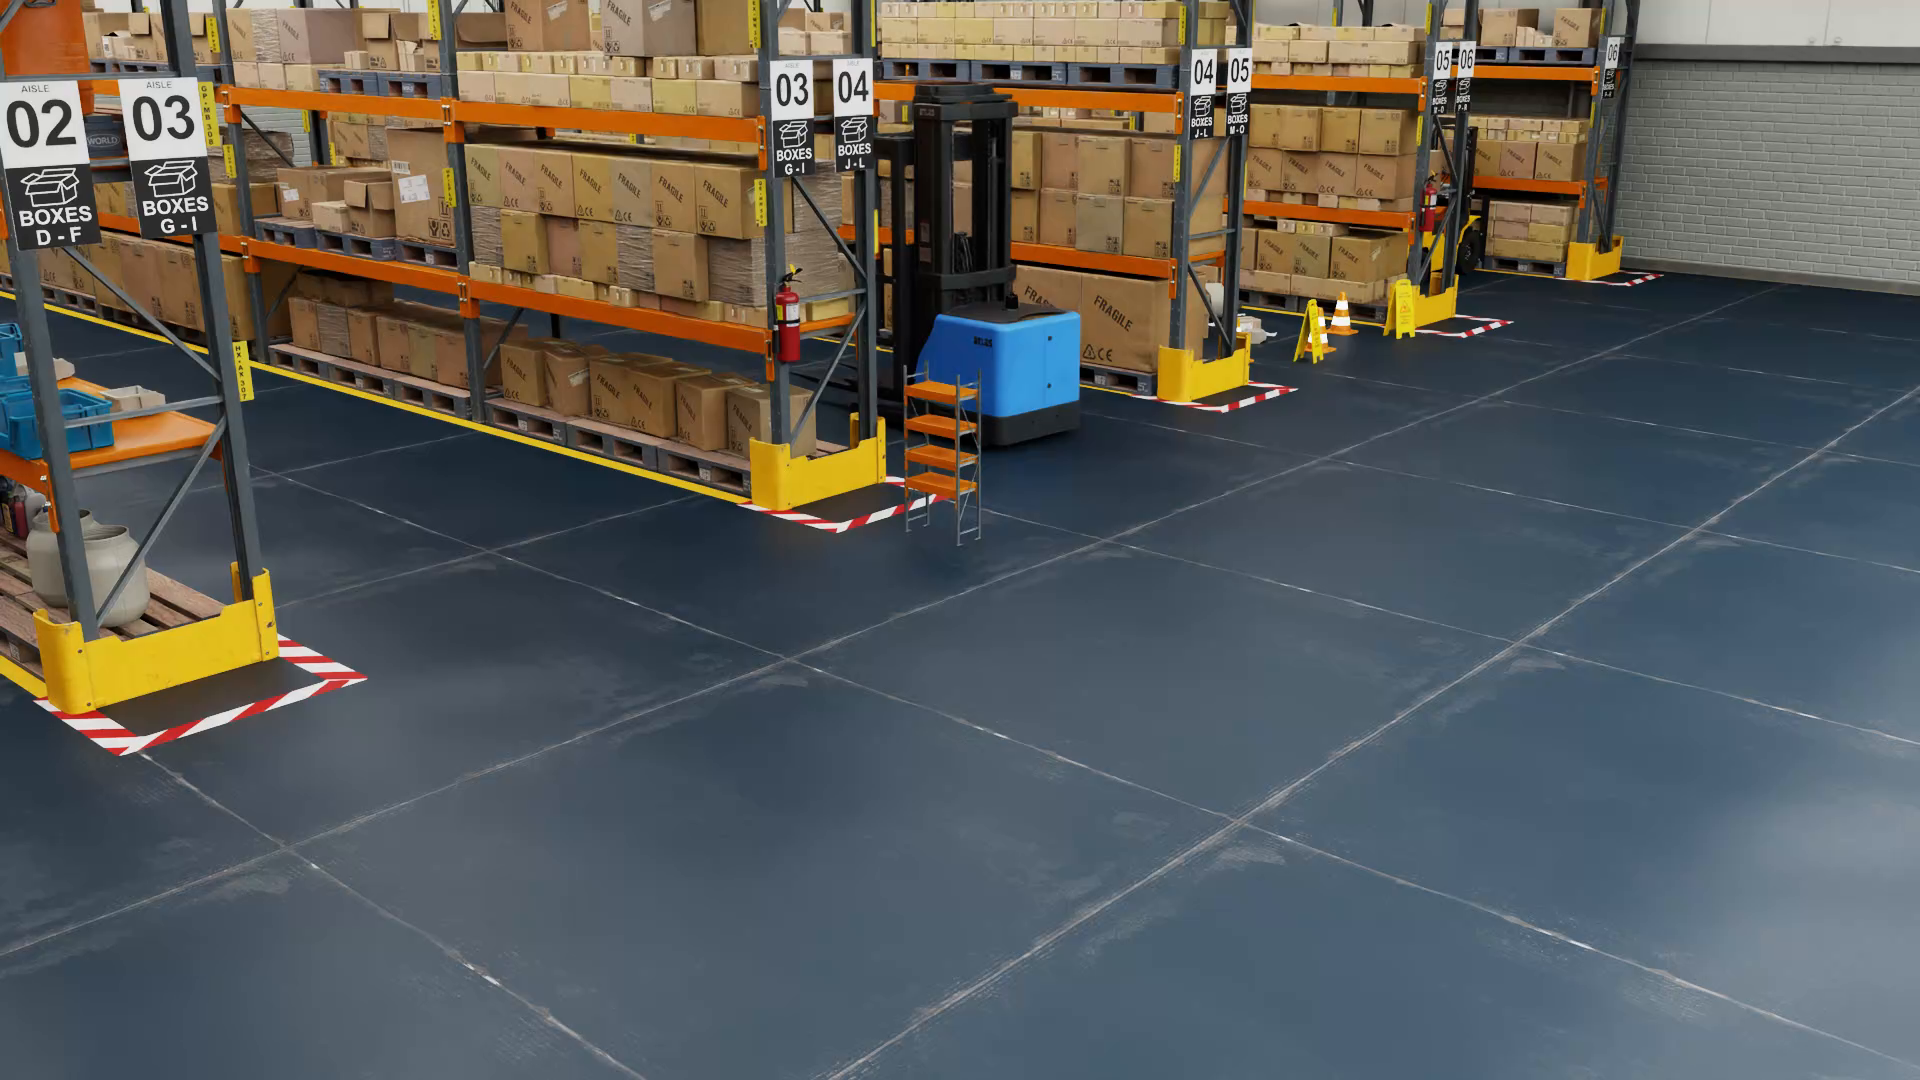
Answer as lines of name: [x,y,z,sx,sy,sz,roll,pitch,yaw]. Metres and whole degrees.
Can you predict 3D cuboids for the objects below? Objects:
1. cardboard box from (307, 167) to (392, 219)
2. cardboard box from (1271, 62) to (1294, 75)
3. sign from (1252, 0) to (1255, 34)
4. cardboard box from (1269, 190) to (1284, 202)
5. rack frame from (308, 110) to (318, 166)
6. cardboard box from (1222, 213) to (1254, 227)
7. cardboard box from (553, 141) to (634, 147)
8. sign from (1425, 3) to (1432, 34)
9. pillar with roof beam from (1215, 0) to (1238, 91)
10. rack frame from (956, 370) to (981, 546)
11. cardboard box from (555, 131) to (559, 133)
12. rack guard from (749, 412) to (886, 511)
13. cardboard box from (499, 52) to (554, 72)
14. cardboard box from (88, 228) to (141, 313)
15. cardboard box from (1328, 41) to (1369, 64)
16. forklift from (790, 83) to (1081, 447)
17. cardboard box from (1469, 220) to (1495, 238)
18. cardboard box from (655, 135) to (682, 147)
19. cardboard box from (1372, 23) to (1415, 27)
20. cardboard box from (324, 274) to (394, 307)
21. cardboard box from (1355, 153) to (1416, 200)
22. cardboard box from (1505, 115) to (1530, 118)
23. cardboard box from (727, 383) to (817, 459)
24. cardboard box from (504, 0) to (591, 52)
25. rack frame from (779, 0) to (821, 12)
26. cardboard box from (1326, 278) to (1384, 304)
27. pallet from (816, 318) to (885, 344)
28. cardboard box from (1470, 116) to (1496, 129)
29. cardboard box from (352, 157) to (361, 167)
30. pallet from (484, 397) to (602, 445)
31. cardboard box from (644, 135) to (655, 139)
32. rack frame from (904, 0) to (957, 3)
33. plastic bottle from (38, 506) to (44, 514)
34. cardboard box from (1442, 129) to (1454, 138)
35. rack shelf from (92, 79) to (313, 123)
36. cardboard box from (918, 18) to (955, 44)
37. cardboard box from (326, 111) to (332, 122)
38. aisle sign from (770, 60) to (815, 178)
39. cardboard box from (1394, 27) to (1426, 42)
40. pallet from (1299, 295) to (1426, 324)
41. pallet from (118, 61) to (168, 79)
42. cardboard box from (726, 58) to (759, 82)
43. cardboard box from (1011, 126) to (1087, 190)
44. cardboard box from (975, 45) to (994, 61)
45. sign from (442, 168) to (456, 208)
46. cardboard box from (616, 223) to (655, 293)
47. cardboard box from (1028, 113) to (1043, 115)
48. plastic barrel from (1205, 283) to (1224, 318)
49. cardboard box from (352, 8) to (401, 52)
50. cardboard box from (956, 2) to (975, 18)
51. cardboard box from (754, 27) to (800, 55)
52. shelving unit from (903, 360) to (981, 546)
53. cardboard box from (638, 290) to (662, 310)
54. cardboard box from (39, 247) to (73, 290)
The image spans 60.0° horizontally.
cardboard box: [-6.085,-3.453,16.673,0.700,0.500,0.500,-14,22,-38]
cardboard box: [3.932,-5.646,19.901,0.250,0.149,0.380,15,23,39]
sign: [2.725,-4.898,15.551,0.005,0.325,0.100,15,23,39]
cardboard box: [4.010,-4.248,20.453,0.250,0.149,0.380,15,23,39]
rack frame: [-9.615,-6.102,25.880,0.127,3.000,1.000,15,23,39]
cardboard box: [3.475,-4.015,20.842,0.250,0.149,0.380,17,24,42]
cardboard box: [-3.113,-3.128,14.201,0.500,0.500,0.500,15,23,39]
sign: [5.179,-5.760,18.379,0.005,0.325,0.100,15,23,39]
pillar with roof beam: [1.587,-8.587,23.794,0.400,9.000,9.100,15,23,39]
rack frame: [0.059,-0.556,11.381,0.015,1.200,0.240,15,23,39]
cardboard box: [-5.603,-5.468,22.619,0.250,0.149,0.380,15,23,39]
rack guard: [-1.072,-0.611,12.711,0.348,0.500,1.175,15,23,39]
cardboard box: [-3.535,-3.906,13.592,0.250,0.149,0.380,15,23,40]
cardboard box: [-9.499,-3.260,19.744,0.875,0.875,1.225,15,23,39]
cardboard box: [4.634,-5.676,19.334,0.500,0.250,0.500,15,23,39]
forklift: [-0.339,-2.541,14.773,1.130,2.935,3.031,-16,24,-42]
cardboard box: [7.515,-4.510,23.890,0.500,0.250,0.500,14,23,38]
cardboard box: [-3.302,-4.927,20.361,0.500,0.500,0.700,15,23,39]
cardboard box: [6.323,-7.369,24.203,0.500,0.311,0.500,16,23,40]
cardboard box: [-6.074,-2.538,16.814,0.500,0.250,0.500,-15,23,-40]
cardboard box: [4.974,-4.266,19.437,0.500,0.500,0.500,15,23,38]
cardboard box: [7.976,-5.978,23.760,0.250,0.149,0.380,16,24,41]
cardboard box: [-1.471,-0.925,13.007,0.500,0.500,0.500,-13,22,-36]
cardboard box: [-3.501,-4.415,14.124,0.500,0.500,0.500,14,22,38]
rack frame: [-3.113,-11.225,32.106,0.127,3.000,1.000,15,23,39]
cardboard box: [4.761,-3.025,20.037,0.500,0.250,0.500,15,23,39]
pallet: [-1.266,-2.501,19.144,1.213,0.211,1.003,15,23,39]
cardboard box: [7.426,-5.910,23.545,0.250,0.149,0.380,16,23,40]
cardboard box: [-8.921,-5.714,25.073,0.250,0.149,0.380,16,24,42]
pallet: [-3.481,-1.135,14.838,1.213,0.211,1.003,15,23,39]
cardboard box: [-5.085,-6.830,28.009,0.500,0.500,0.500,16,24,41]
rack frame: [-0.421,-8.495,23.504,0.127,3.000,1.000,15,23,39]
plastic bottle: [-6.011,-0.127,10.953,0.097,0.201,0.097,0,18,0]
cardboard box: [7.070,-5.875,23.927,0.250,0.149,0.380,14,23,38]
rack shelf: [-8.495,-4.882,18.267,4.000,0.370,1.077,15,23,39]
cardboard box: [-0.081,-5.178,16.906,0.500,0.250,0.500,15,23,39]
cardboard box: [-9.455,-6.618,25.195,0.500,0.500,0.500,15,23,39]
aisle sign: [-1.168,-2.946,11.639,0.004,0.787,0.394,15,23,39]
cardboard box: [5.114,-5.721,18.817,0.250,0.149,0.380,15,23,40]
pallet: [4.921,-2.887,20.359,1.213,0.211,1.003,15,23,39]
pallet: [-8.354,-5.075,17.996,1.213,0.211,1.003,16,24,42]
cardboard box: [-1.430,-3.321,11.747,0.250,0.149,0.380,15,23,39]
cardboard box: [0.817,-3.869,16.810,0.500,0.550,0.875,15,23,39]
cardboard box: [0.361,-4.845,16.517,0.250,0.149,0.380,15,23,39]
sign: [-4.373,-3.016,14.243,0.005,0.325,0.100,15,23,39]
cardboard box: [-2.207,-2.277,13.171,0.500,0.500,0.875,15,23,39]
cardboard box: [1.283,-5.685,23.215,0.500,0.500,0.500,14,22,37]
plastic barrel: [3.013,-2.874,19.967,0.512,0.421,0.421,-3,18,-8]
cardboard box: [-5.725,-4.867,16.038,0.500,0.500,0.500,16,23,40]
cardboard box: [0.171,-5.276,16.557,0.250,0.149,0.380,15,23,40]
cardboard box: [-2.096,-5.630,18.721,0.500,0.311,0.500,14,22,37]
shelving unit: [-0.124,-0.605,11.535,0.503,1.200,0.258,15,23,39]
cardboard box: [-2.311,-1.926,13.136,0.250,0.149,0.380,15,23,39]
cardboard box: [-11.104,-3.716,21.179,0.875,0.875,0.875,15,23,39]
